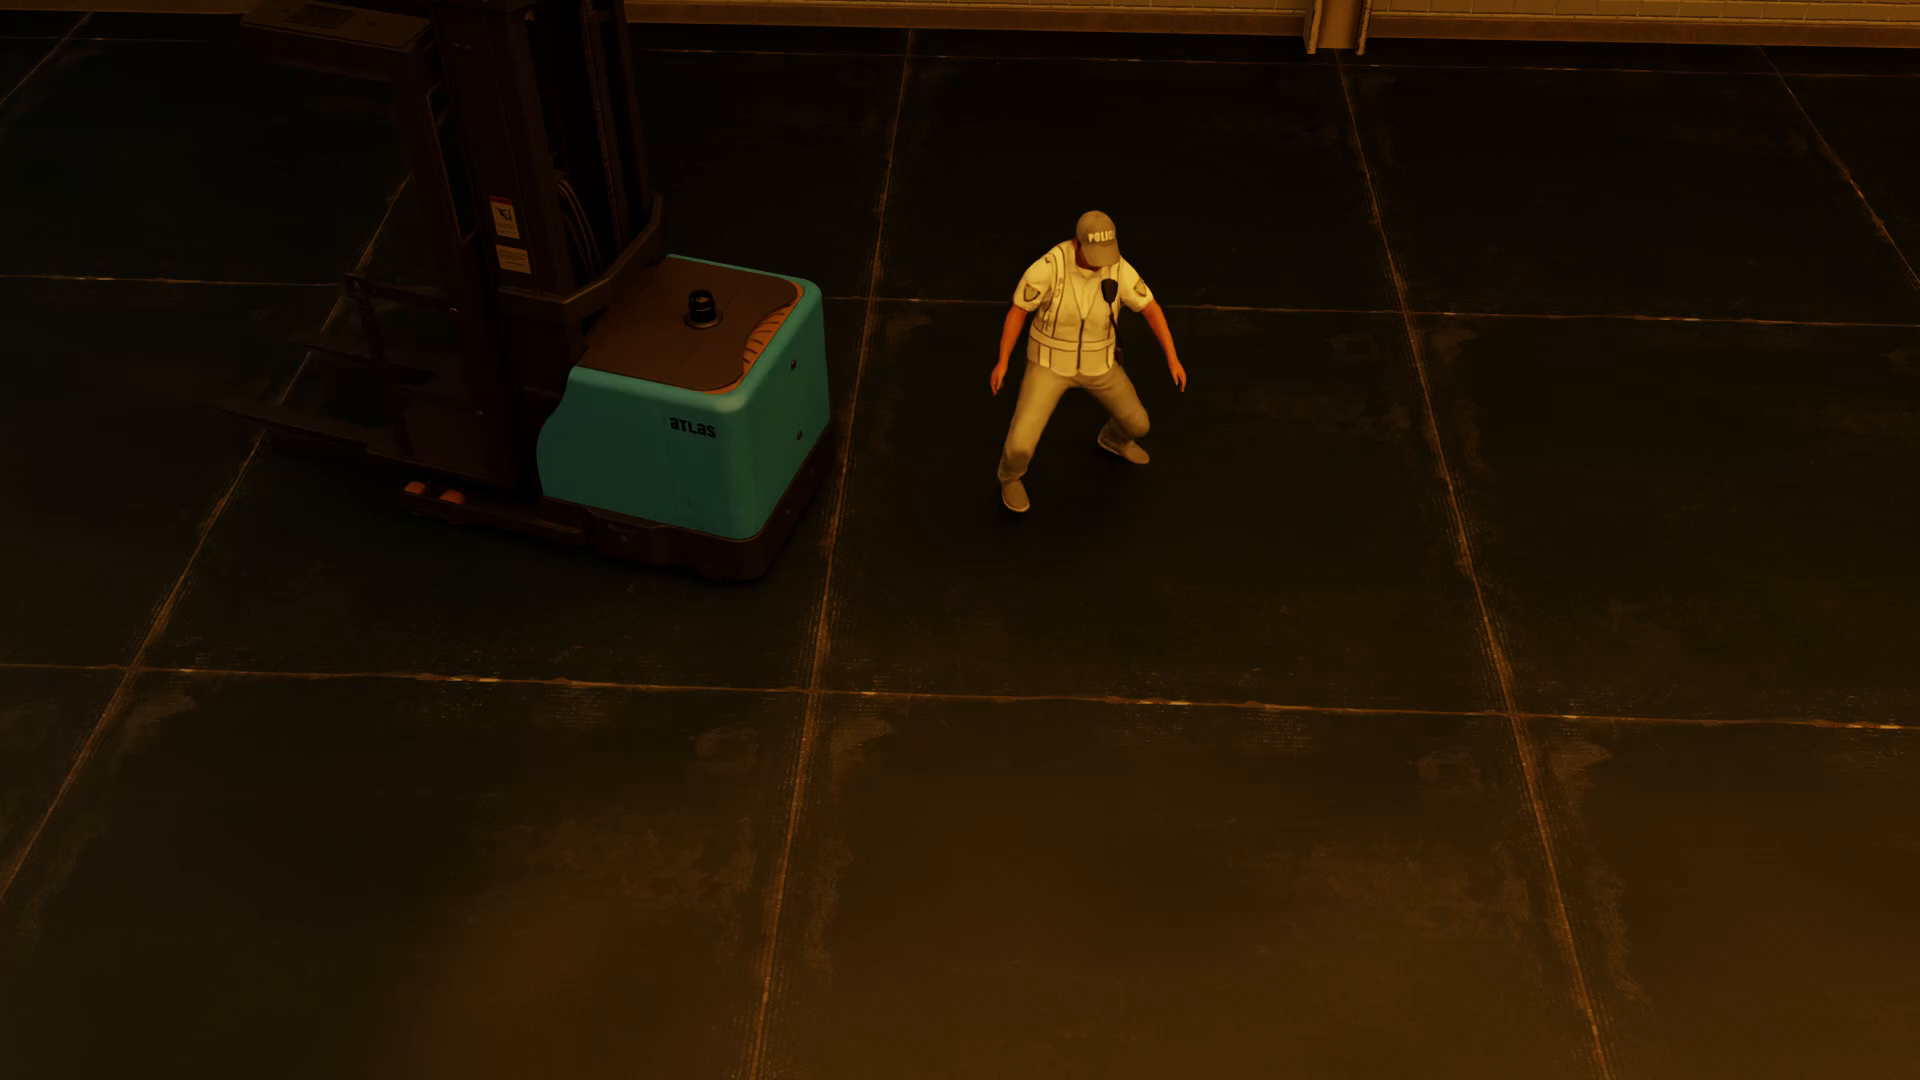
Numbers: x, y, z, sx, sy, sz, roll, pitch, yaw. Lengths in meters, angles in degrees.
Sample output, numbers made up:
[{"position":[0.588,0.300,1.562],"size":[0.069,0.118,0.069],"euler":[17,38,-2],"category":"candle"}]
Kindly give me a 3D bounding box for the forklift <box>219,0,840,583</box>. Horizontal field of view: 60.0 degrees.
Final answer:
[{"position":[-2.169,-1.477,7.361],"size":[3.031,2.935,1.130],"euler":[13,44,13],"category":"forklift"}]

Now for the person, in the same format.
[{"position":[0.568,-0.850,7.725],"size":[0.877,1.560,0.622],"euler":[-3,42,-3],"category":"person"}]
